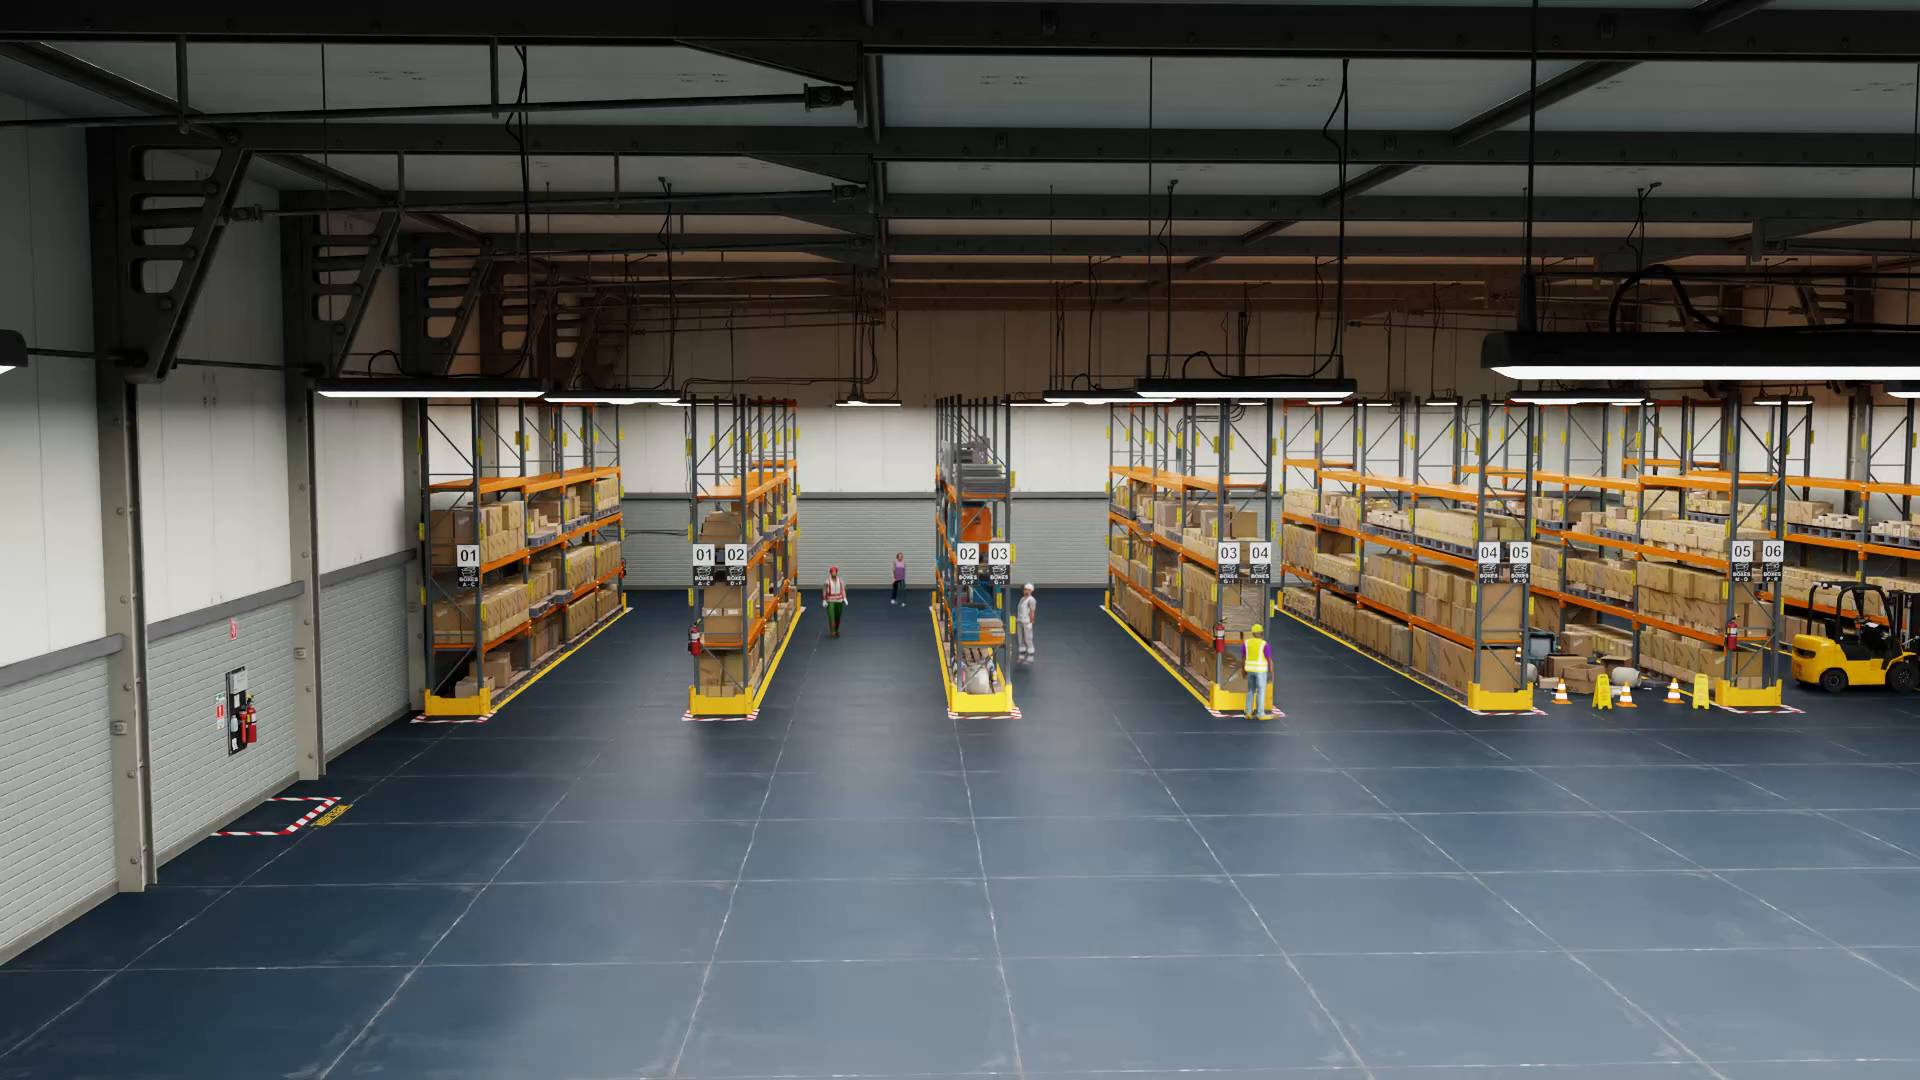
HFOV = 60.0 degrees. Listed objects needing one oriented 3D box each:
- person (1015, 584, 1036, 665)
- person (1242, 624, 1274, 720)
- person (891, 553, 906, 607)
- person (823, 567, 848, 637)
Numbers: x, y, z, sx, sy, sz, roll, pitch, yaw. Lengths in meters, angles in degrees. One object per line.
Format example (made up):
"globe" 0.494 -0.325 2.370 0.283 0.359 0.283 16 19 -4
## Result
"person" 1.448 1.862 37.019 0.390 1.789 0.598 -3 5 -35
"person" 5.506 2.464 30.650 0.631 1.842 0.406 4 6 41
"person" -1.785 1.144 48.242 0.431 1.556 0.946 -1 5 -17
"person" -3.137 1.544 41.771 0.619 1.731 1.048 -1 5 -8
